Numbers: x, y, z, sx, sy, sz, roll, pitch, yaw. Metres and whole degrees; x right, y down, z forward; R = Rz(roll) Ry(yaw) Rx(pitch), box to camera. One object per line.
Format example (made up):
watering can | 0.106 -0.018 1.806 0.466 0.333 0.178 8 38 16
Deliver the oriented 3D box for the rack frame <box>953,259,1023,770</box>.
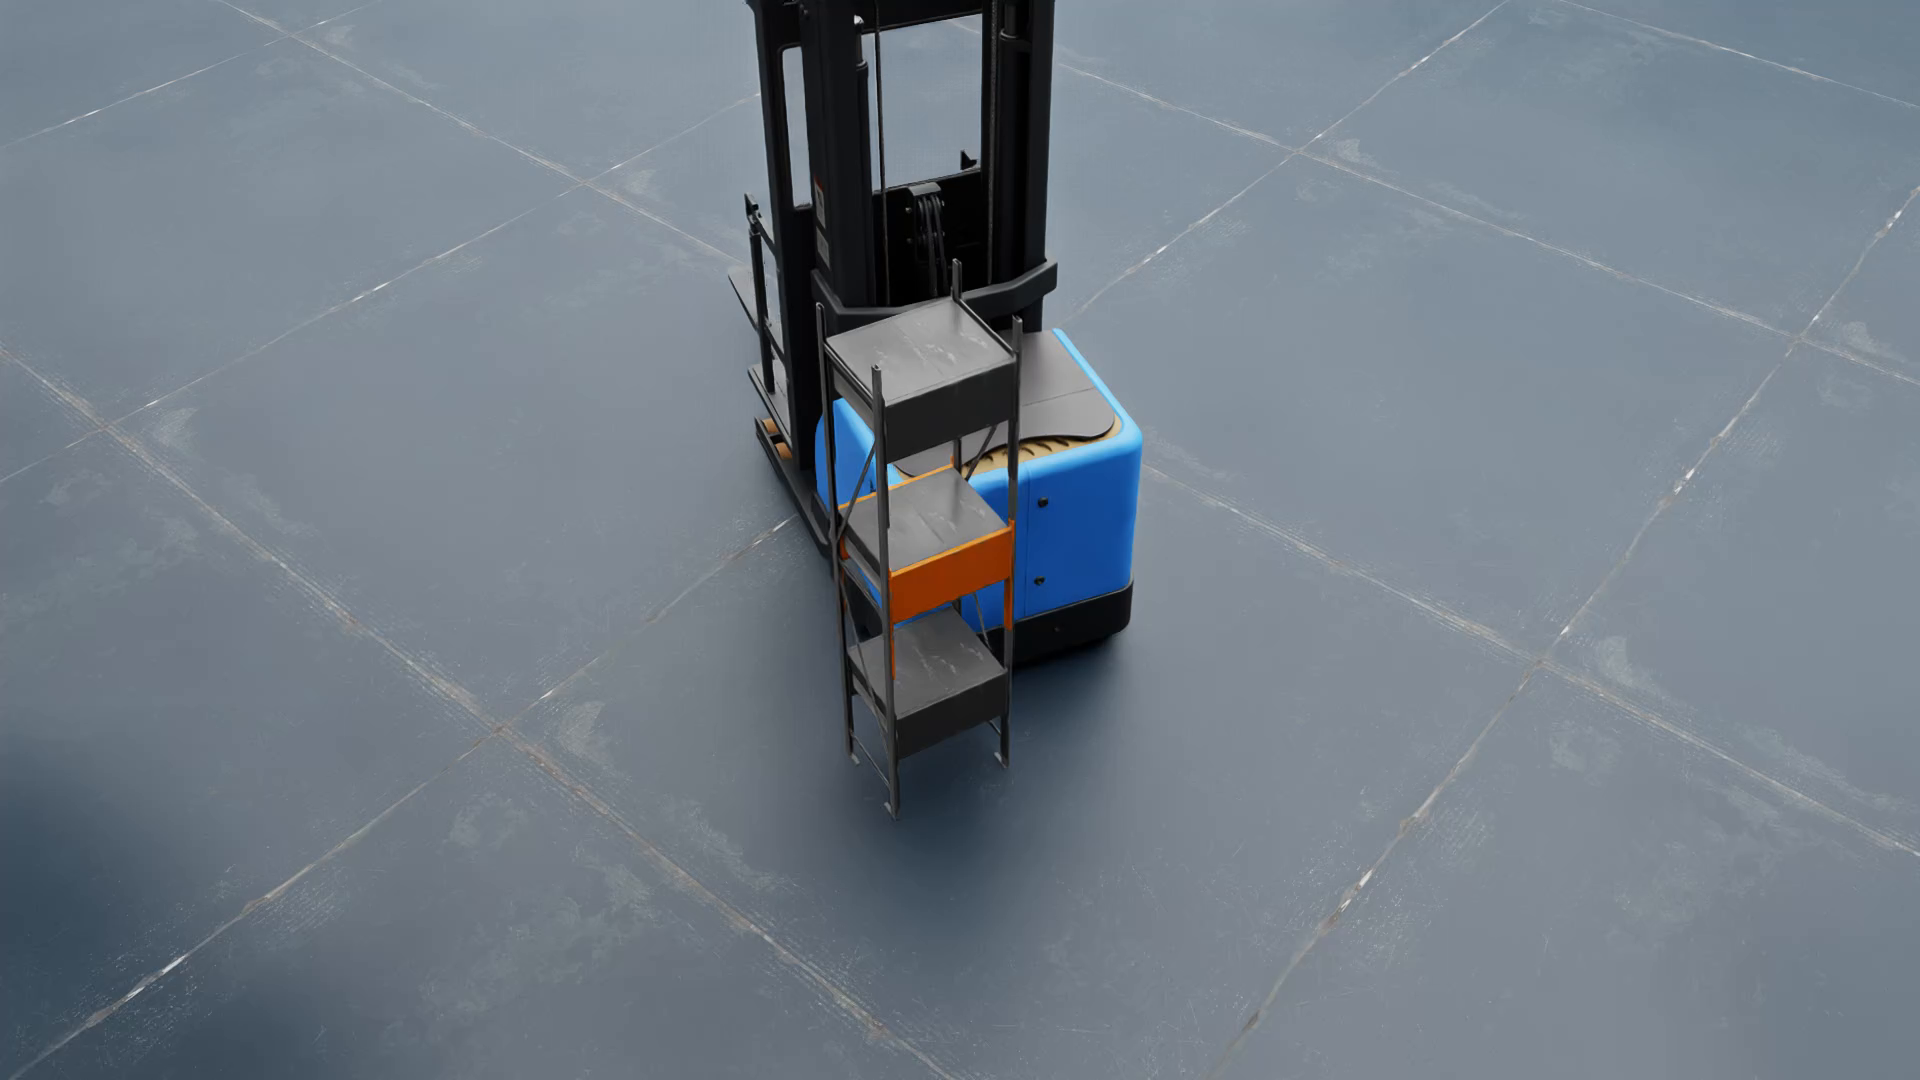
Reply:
rack frame | 0.083 -0.002 5.873 0.015 2.100 0.400 -21 47 -22

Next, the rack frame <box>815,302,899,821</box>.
rack frame | -0.338 0.164 5.691 0.015 2.100 0.400 -21 47 -22

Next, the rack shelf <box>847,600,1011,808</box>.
rack shelf | -0.127 0.609 6.262 0.480 0.518 0.431 -21 47 -22

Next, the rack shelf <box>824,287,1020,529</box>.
rack shelf | -0.127 -0.426 5.320 0.480 0.518 0.431 -21 47 -22

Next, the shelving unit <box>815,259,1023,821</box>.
shelving unit | -0.127 0.081 5.782 0.503 2.100 0.431 -21 47 -22

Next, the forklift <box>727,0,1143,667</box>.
forklift | -0.319 -1.478 6.879 1.130 2.935 3.031 -16 45 -16

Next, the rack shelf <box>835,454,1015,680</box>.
rack shelf | -0.127 0.091 5.791 0.480 0.518 0.431 -21 47 -22
